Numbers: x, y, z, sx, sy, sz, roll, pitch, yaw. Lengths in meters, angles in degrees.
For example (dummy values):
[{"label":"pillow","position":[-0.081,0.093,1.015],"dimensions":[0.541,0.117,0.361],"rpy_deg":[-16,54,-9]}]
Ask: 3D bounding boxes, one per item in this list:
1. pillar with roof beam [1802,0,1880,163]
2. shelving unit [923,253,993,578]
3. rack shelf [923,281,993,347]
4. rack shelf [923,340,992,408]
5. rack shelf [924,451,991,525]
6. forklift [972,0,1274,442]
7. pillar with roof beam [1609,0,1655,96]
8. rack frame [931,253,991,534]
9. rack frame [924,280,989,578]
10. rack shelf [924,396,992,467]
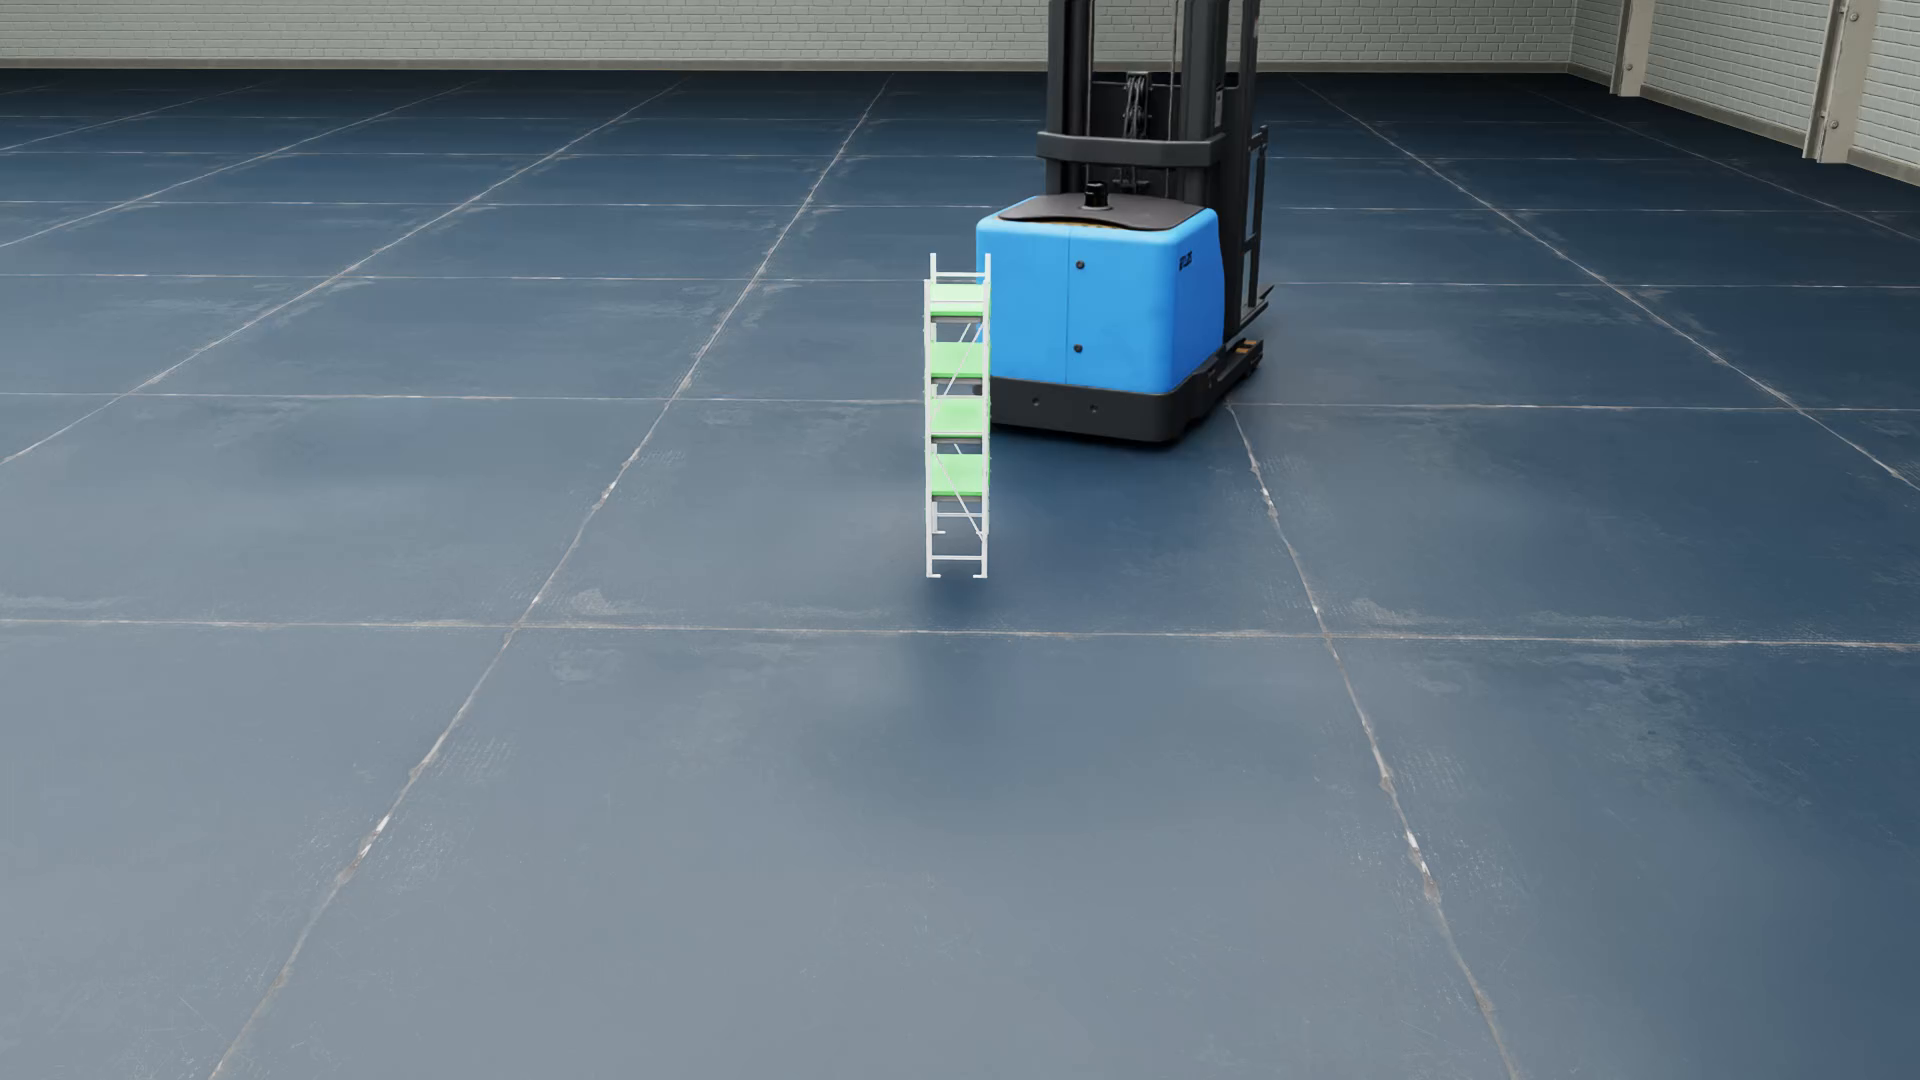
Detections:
[{"label":"pillar with roof beam","position":[4.593,-8.147,15.586],"dimensions":[9.100,9.000,0.400],"rpy_deg":[1,21,2]},{"label":"shelving unit","position":[-0.005,-0.500,6.658],"dimensions":[0.258,1.200,0.503],"rpy_deg":[1,21,2]},{"label":"rack shelf","position":[-0.005,-0.887,6.507],"dimensions":[0.258,0.148,0.480],"rpy_deg":[1,21,2]},{"label":"rack shelf","position":[-0.005,-0.664,6.594],"dimensions":[0.258,0.148,0.480],"rpy_deg":[1,21,2]},{"label":"rack shelf","position":[-0.005,-0.216,6.768],"dimensions":[0.258,0.148,0.480],"rpy_deg":[1,21,2]},{"label":"forklift","position":[1.102,-2.339,9.005],"dimensions":[1.130,2.935,3.031],"rpy_deg":[9,23,21]},{"label":"pillar with roof beam","position":[4.776,-10.316,21.177],"dimensions":[9.100,9.000,0.400],"rpy_deg":[1,21,2]},{"label":"rack frame","position":[0.002,-0.588,6.885],"dimensions":[0.240,1.200,0.015],"rpy_deg":[1,21,2]},{"label":"rack frame","position":[-0.012,-0.411,6.430],"dimensions":[0.240,1.200,0.015],"rpy_deg":[1,21,2]},{"label":"rack shelf","position":[-0.005,-0.440,6.681],"dimensions":[0.258,0.148,0.480],"rpy_deg":[1,21,2]}]
